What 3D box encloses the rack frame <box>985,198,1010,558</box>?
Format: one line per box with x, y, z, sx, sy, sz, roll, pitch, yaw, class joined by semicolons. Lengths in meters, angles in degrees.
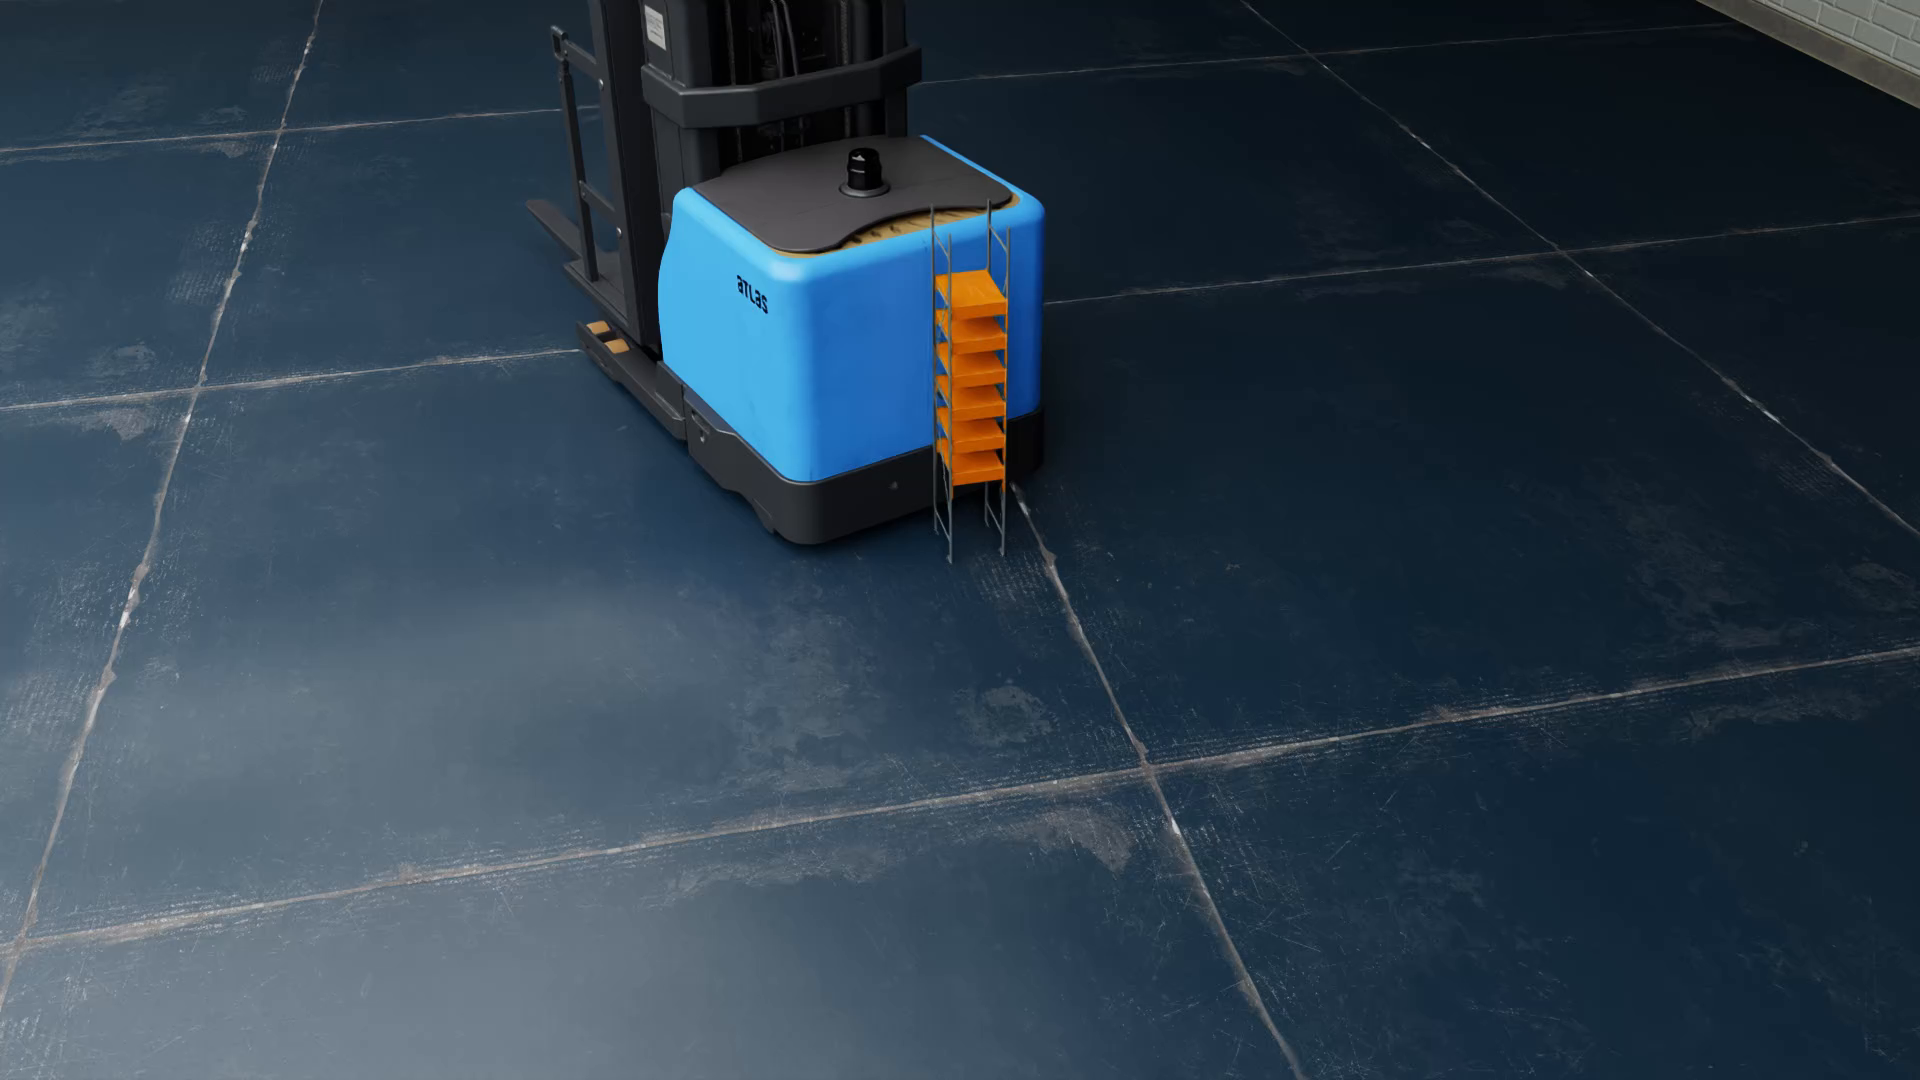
0.119;-0.503;5.422;0.006;1.200;0.240;-8;35;-12;rack frame

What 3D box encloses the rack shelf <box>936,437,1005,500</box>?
0.030;-0.254;5.562;0.180;0.103;0.258;-8;35;-12;rack shelf

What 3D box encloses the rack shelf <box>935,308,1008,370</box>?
0.030;-0.652;5.294;0.180;0.103;0.258;-8;35;-12;rack shelf

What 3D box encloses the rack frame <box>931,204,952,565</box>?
-0.058;-0.477;5.384;0.006;1.200;0.240;-8;35;-12;rack frame

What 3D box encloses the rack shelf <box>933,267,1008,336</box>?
0.030;-0.752;5.227;0.180;0.103;0.258;-8;35;-12;rack shelf

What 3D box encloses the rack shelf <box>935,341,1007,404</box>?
0.030;-0.553;5.361;0.180;0.103;0.258;-8;35;-12;rack shelf

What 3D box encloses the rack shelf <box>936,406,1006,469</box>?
0.030;-0.353;5.495;0.180;0.103;0.258;-8;35;-12;rack shelf

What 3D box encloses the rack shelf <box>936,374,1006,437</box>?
0.030;-0.453;5.428;0.180;0.103;0.258;-8;35;-12;rack shelf

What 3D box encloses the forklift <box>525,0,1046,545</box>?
-0.913;-1.987;6.080;1.130;2.935;3.031;-20;39;-26;forklift

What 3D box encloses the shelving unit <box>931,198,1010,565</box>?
0.030;-0.490;5.403;0.189;1.200;0.258;-8;35;-12;shelving unit
